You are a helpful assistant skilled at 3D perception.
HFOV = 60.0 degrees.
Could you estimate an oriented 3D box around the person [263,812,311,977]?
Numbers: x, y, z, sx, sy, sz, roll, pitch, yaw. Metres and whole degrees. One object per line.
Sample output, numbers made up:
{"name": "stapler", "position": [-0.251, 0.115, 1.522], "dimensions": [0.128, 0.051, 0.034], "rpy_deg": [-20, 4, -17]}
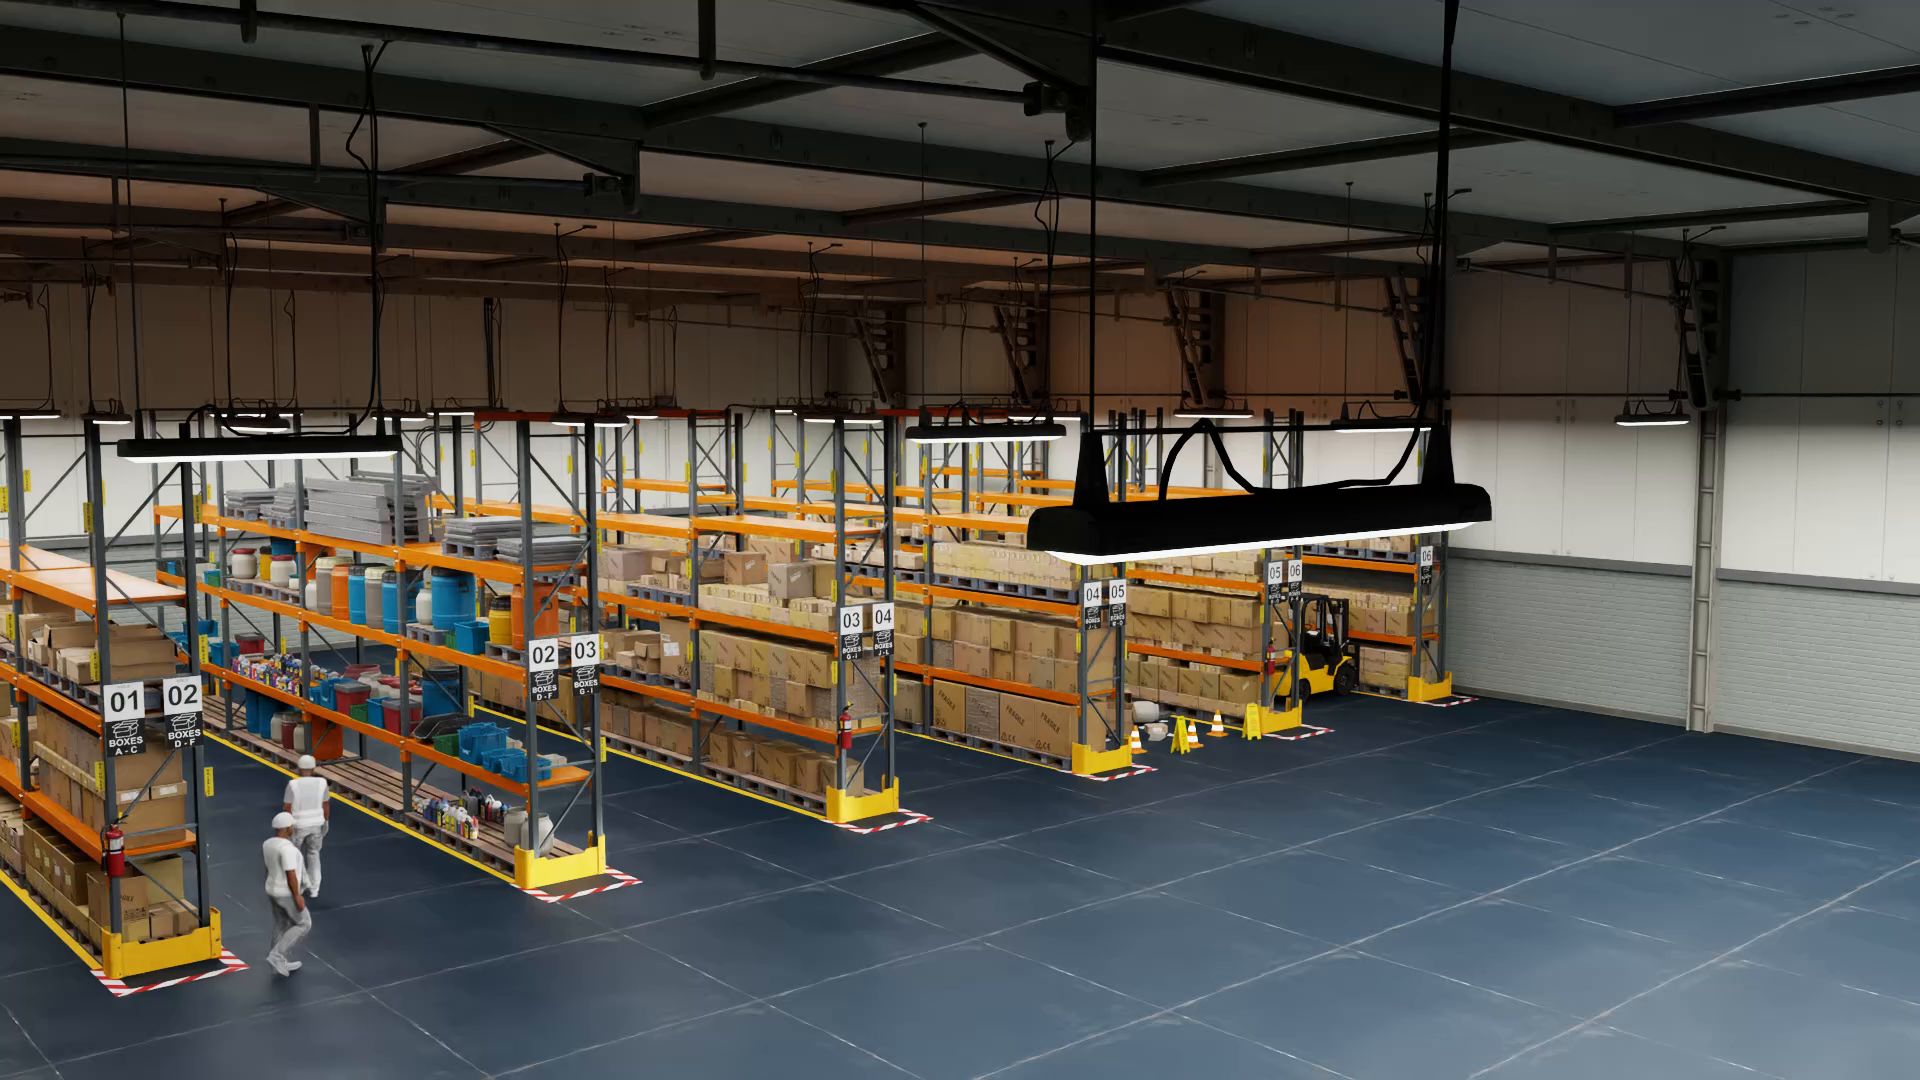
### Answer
{"name": "person", "position": [-7.367, 3.844, 18.085], "dimensions": [0.480, 1.764, 0.602], "rpy_deg": [-5, 7, -44]}

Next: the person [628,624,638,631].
{"name": "person", "position": [-6.557, 2.537, 33.393], "dimensions": [0.978, 1.702, 0.529], "rpy_deg": [4, 7, 40]}

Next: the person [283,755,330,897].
{"name": "person", "position": [-8.222, 3.595, 20.915], "dimensions": [0.592, 1.779, 0.453], "rpy_deg": [-4, 7, -41]}
